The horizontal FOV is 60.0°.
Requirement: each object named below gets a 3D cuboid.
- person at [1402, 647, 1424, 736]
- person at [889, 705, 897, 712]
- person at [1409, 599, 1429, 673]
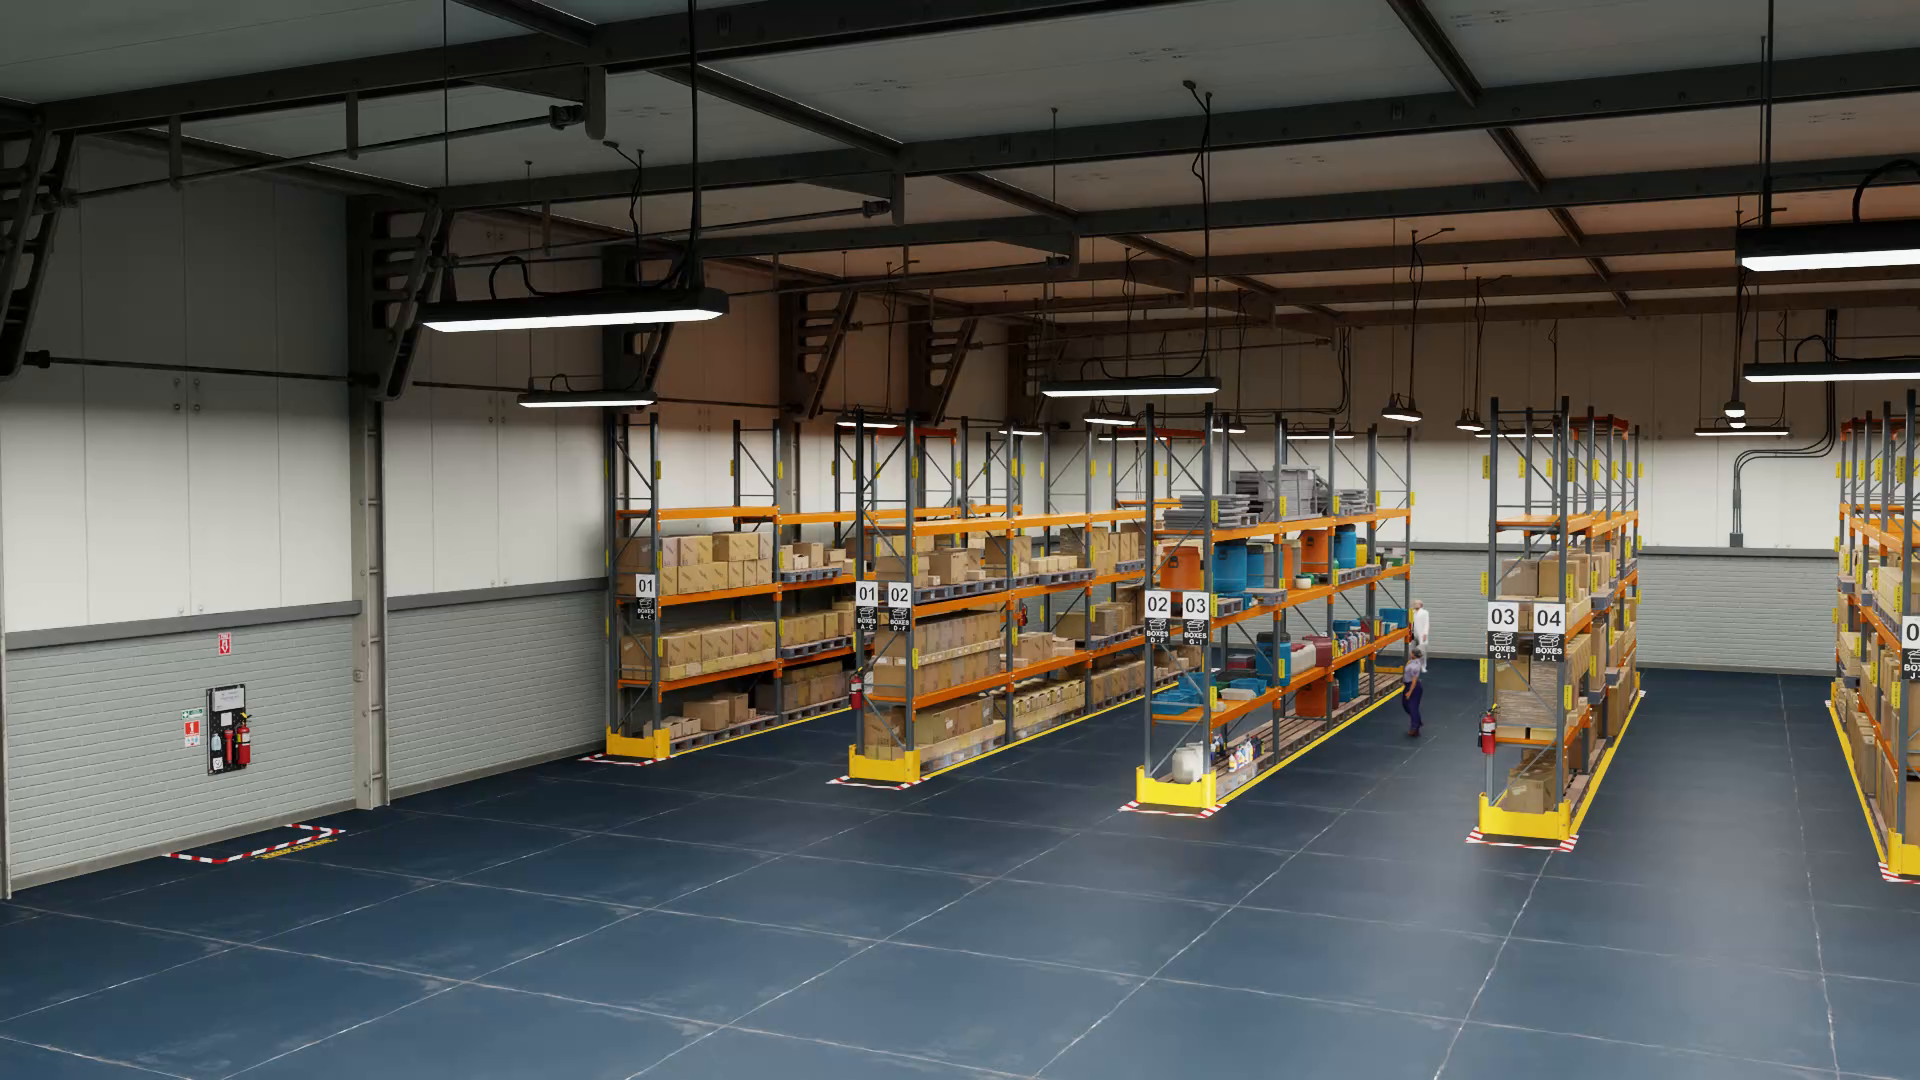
[{"bbox_3d":[8.624,2.856,31.557,0.418,1.661,0.573,0,2,5],"label":"person"},{"bbox_3d":[-1.159,2.903,30.886,0.567,1.738,0.554,0,2,-9],"label":"person"},{"bbox_3d":[11.345,2.396,41.261,0.587,1.841,0.430,1,3,32],"label":"person"}]
